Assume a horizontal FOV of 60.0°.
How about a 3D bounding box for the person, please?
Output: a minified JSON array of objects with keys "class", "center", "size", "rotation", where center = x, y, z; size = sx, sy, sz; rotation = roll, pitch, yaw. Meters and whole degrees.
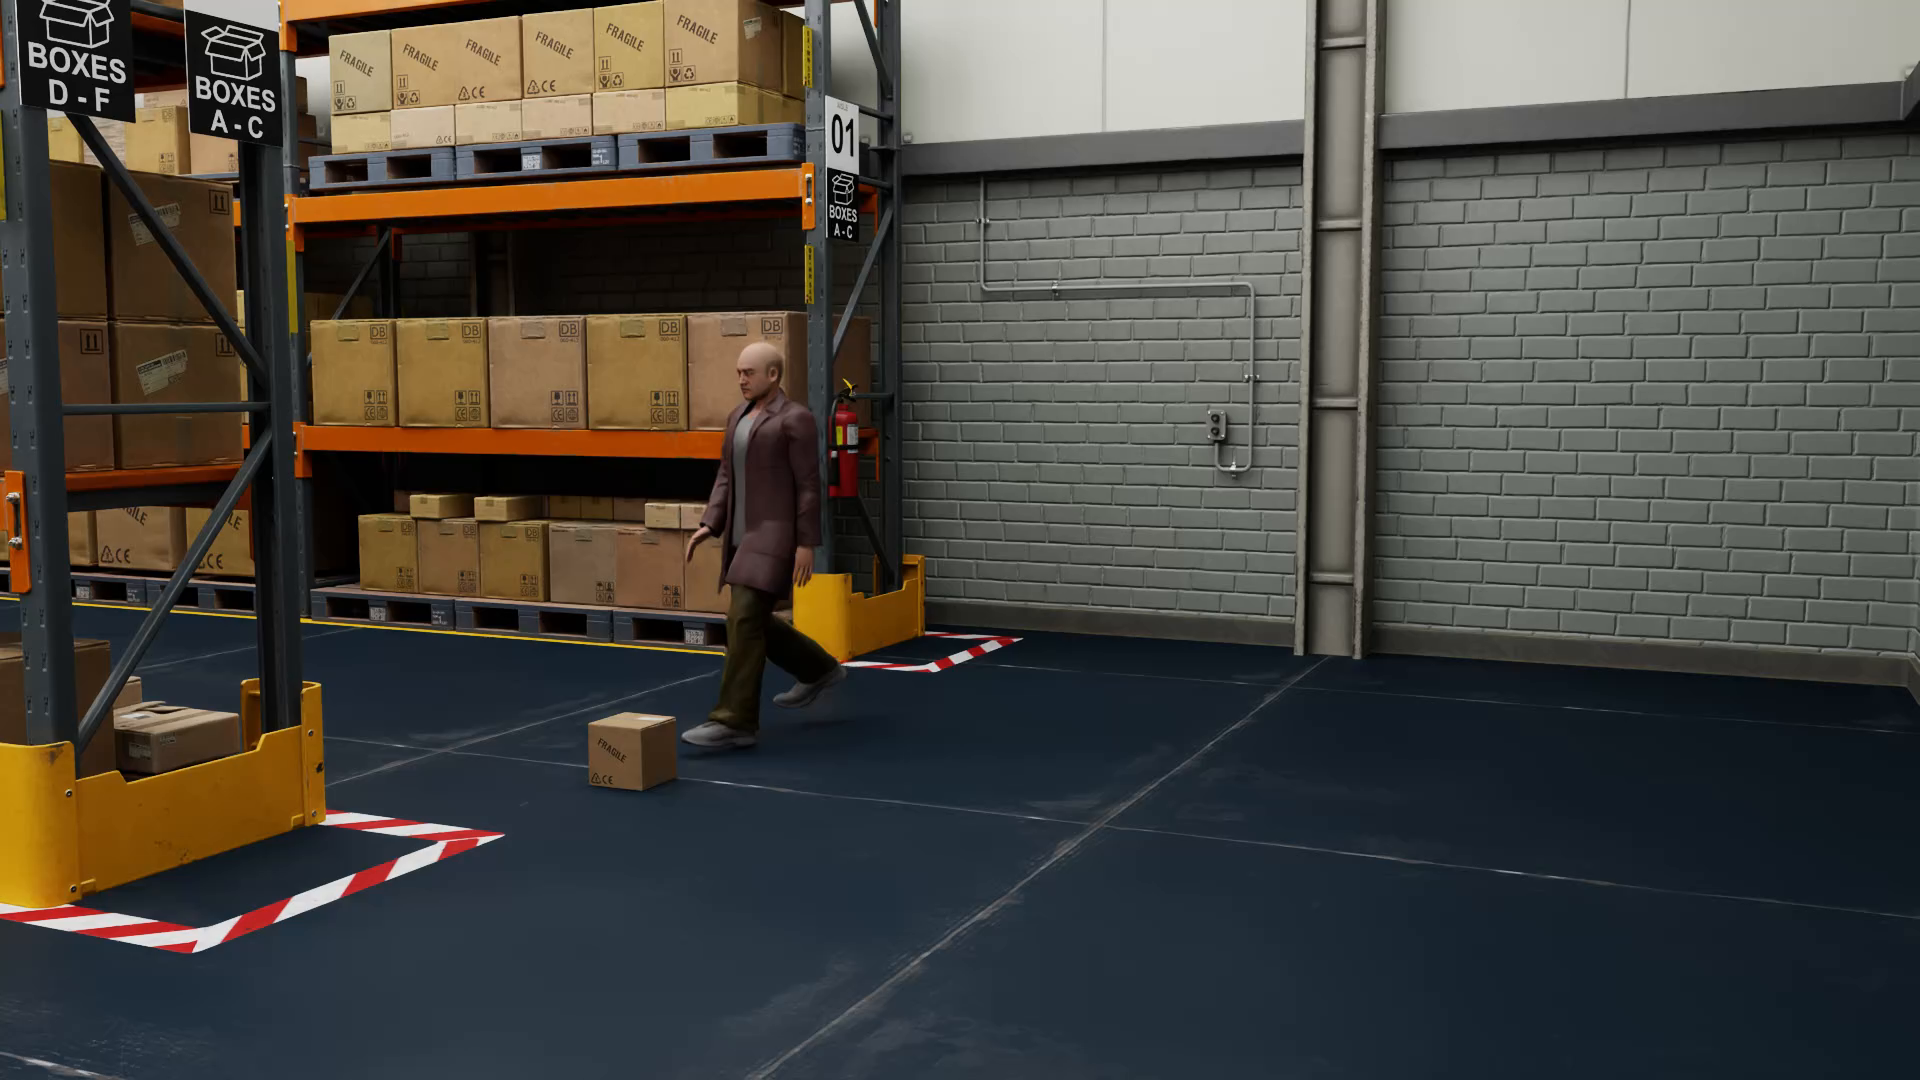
[{"class":"person","center":[-0.872,0.001,7.396],"size":[0.992,1.752,0.579],"rotation":[-4,7,-39]}]
